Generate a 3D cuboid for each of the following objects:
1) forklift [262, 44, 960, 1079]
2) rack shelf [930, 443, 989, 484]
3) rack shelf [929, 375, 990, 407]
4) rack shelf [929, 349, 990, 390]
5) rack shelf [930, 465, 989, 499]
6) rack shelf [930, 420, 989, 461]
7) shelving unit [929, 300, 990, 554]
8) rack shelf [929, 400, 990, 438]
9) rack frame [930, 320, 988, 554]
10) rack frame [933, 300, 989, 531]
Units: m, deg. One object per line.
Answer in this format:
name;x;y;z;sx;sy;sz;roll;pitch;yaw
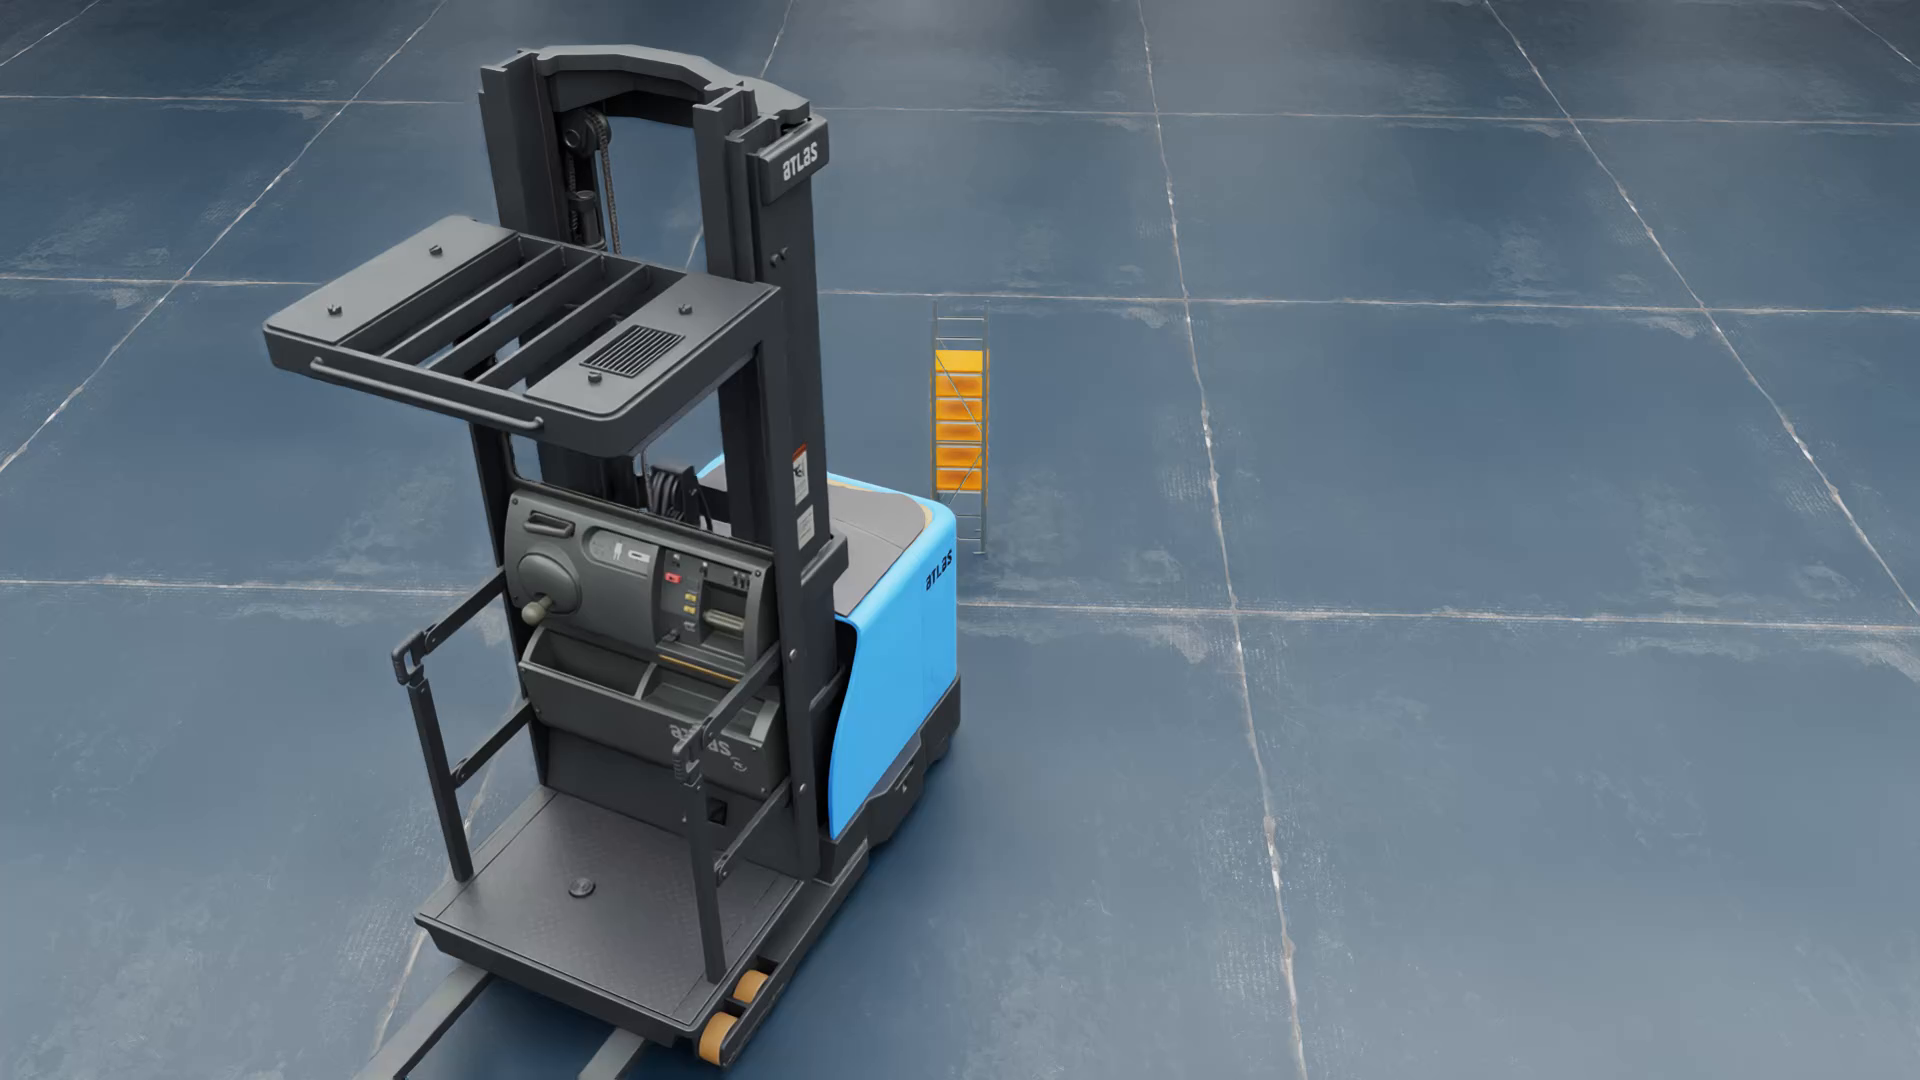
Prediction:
forklift;-1.090;0.198;4.919;1.130;2.935;3.031;15;38;21
rack shelf;-0.001;-0.348;7.488;0.258;0.103;0.180;1;35;2
rack shelf;-0.001;-0.643;7.281;0.258;0.103;0.180;1;35;2
rack shelf;-0.001;-0.741;7.212;0.258;0.103;0.180;1;35;2
rack shelf;-0.001;-0.250;7.557;0.258;0.103;0.180;1;35;2
rack shelf;-0.001;-0.446;7.419;0.258;0.103;0.180;1;35;2
shelving unit;-0.001;-0.483;7.393;0.258;1.200;0.189;1;35;2
rack shelf;-0.001;-0.544;7.350;0.258;0.103;0.180;1;35;2
rack frame;-0.004;-0.430;7.318;0.240;1.200;0.006;1;35;2
rack frame;0.003;-0.535;7.468;0.240;1.200;0.006;1;35;2
